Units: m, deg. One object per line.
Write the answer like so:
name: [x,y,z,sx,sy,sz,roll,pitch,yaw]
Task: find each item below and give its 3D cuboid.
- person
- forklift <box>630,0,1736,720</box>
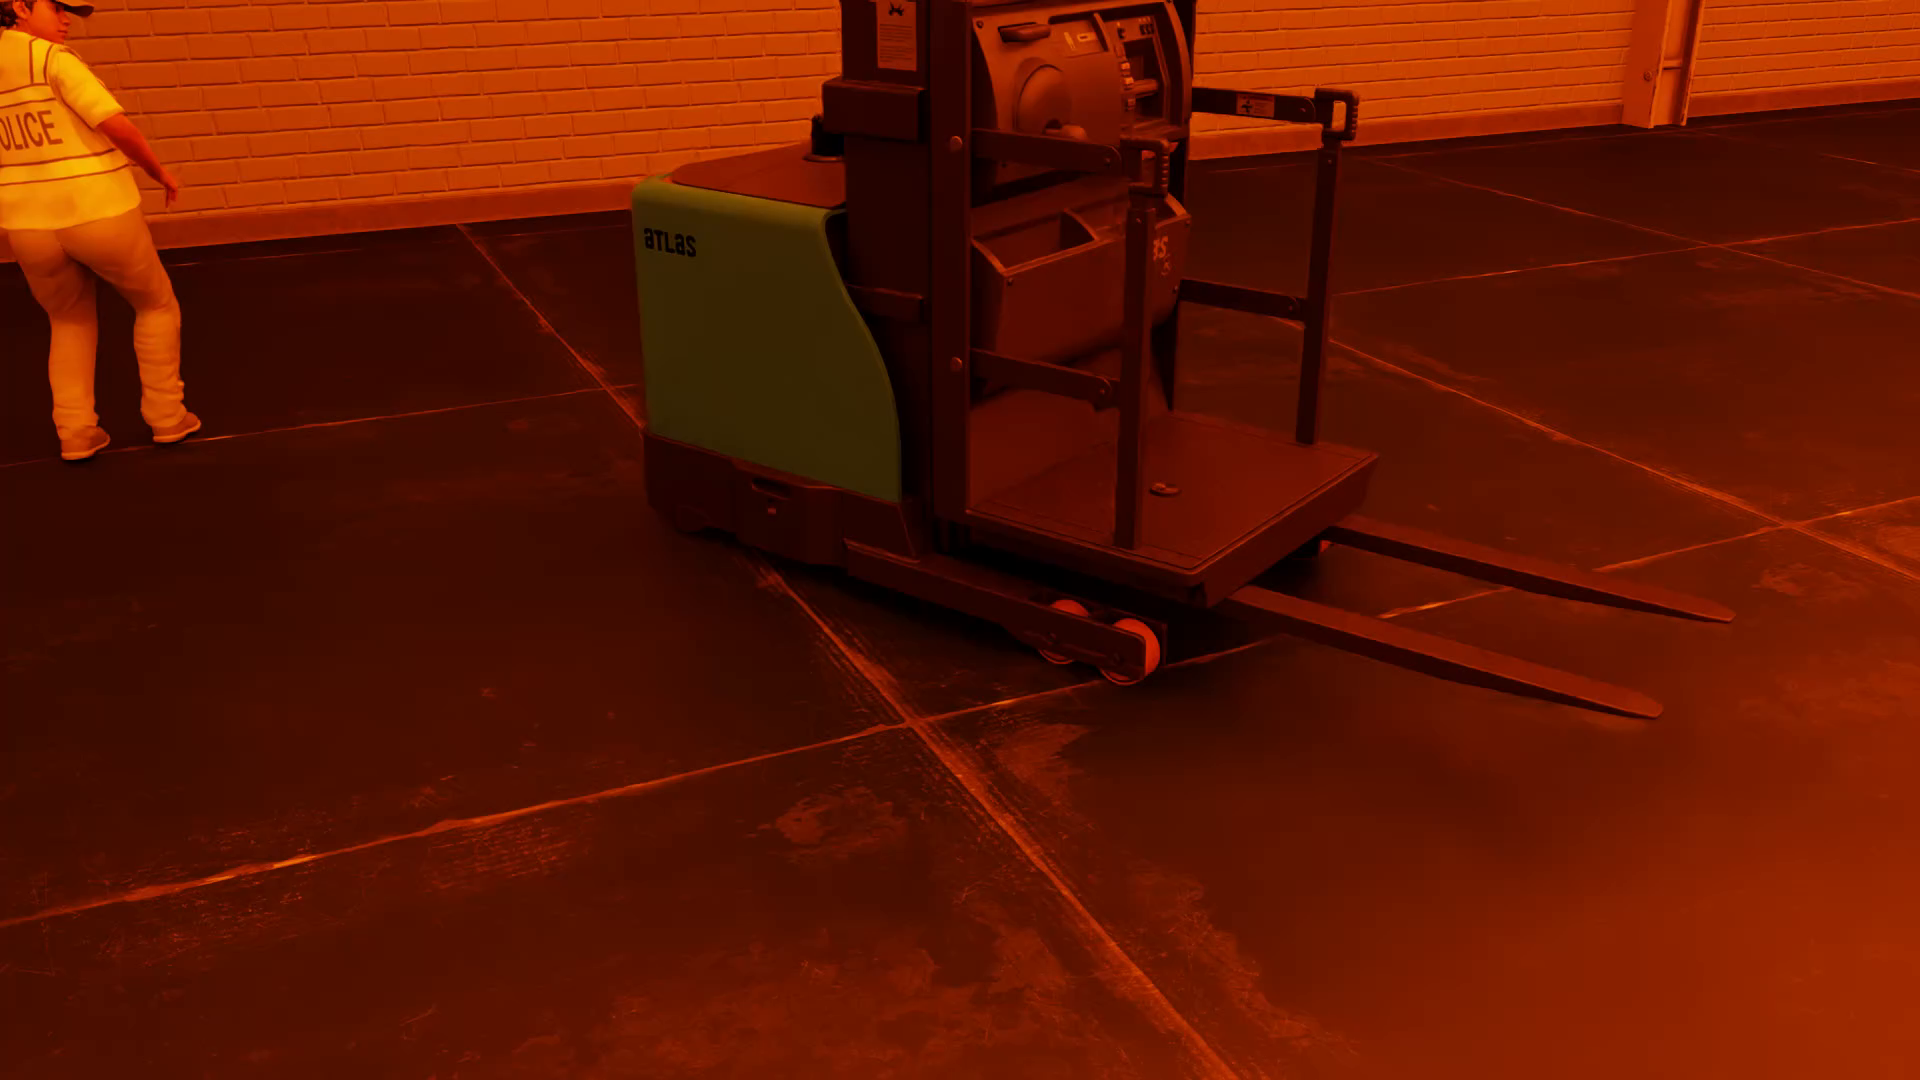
person: [-2.996,-1.076,5.612,0.691,1.623,0.521,1,23,3]
forklift: [0.502,-1.215,4.211,3.031,2.935,1.130,16,28,34]
